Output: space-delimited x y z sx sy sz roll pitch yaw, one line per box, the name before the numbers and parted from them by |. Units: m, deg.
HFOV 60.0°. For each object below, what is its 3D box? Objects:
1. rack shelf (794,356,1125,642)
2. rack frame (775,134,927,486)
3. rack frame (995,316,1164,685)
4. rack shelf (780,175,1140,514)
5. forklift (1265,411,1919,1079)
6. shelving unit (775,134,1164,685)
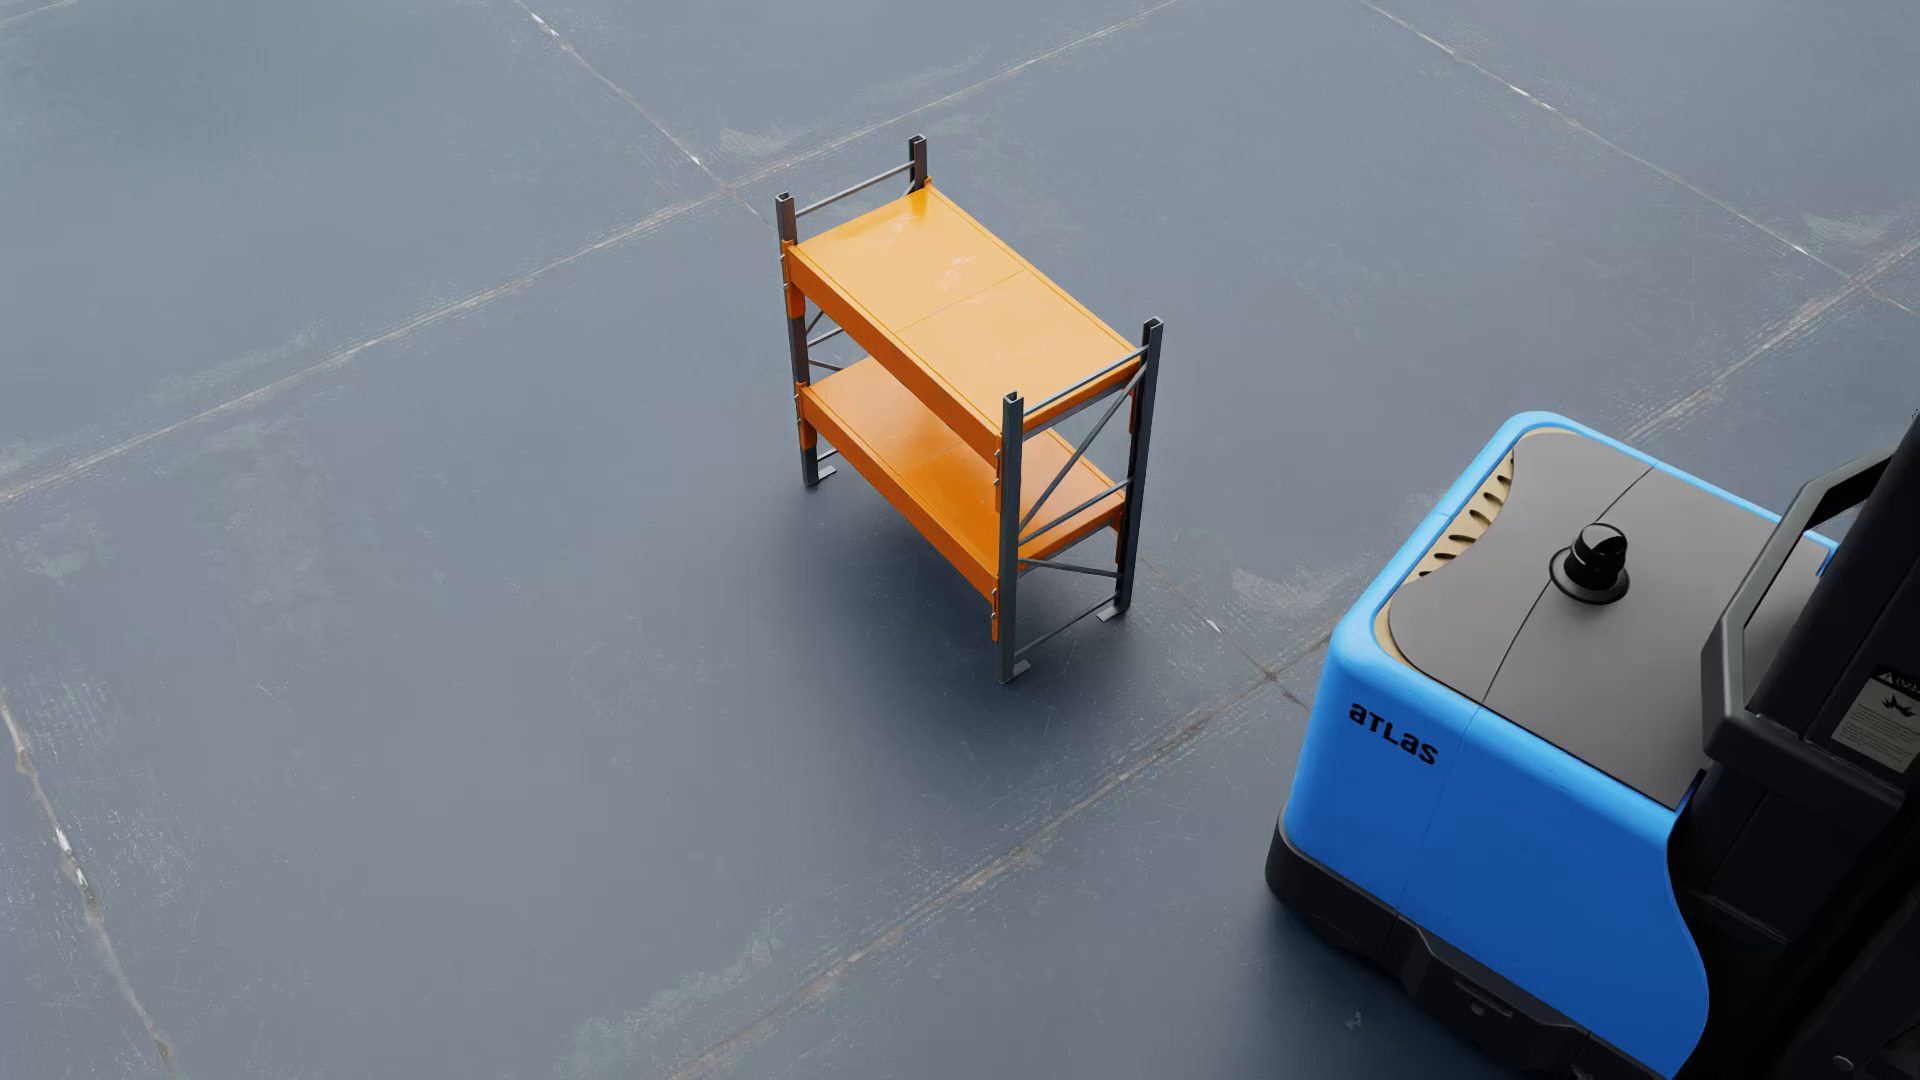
rack shelf | 0.004 -0.210 5.011 0.538 0.278 1.000 -29 54 -24
rack frame | -0.304 -0.674 5.101 0.500 1.125 0.032 -29 54 -24
rack frame | 0.312 -0.074 4.558 0.500 1.125 0.032 -29 54 -24
rack shelf | 0.004 -0.570 4.613 0.538 0.278 1.000 -29 54 -24
forklift | 2.268 0.351 2.953 3.031 2.935 1.130 30 55 25
shelving unit | 0.004 -0.374 4.830 0.538 1.125 1.048 -29 54 -24
